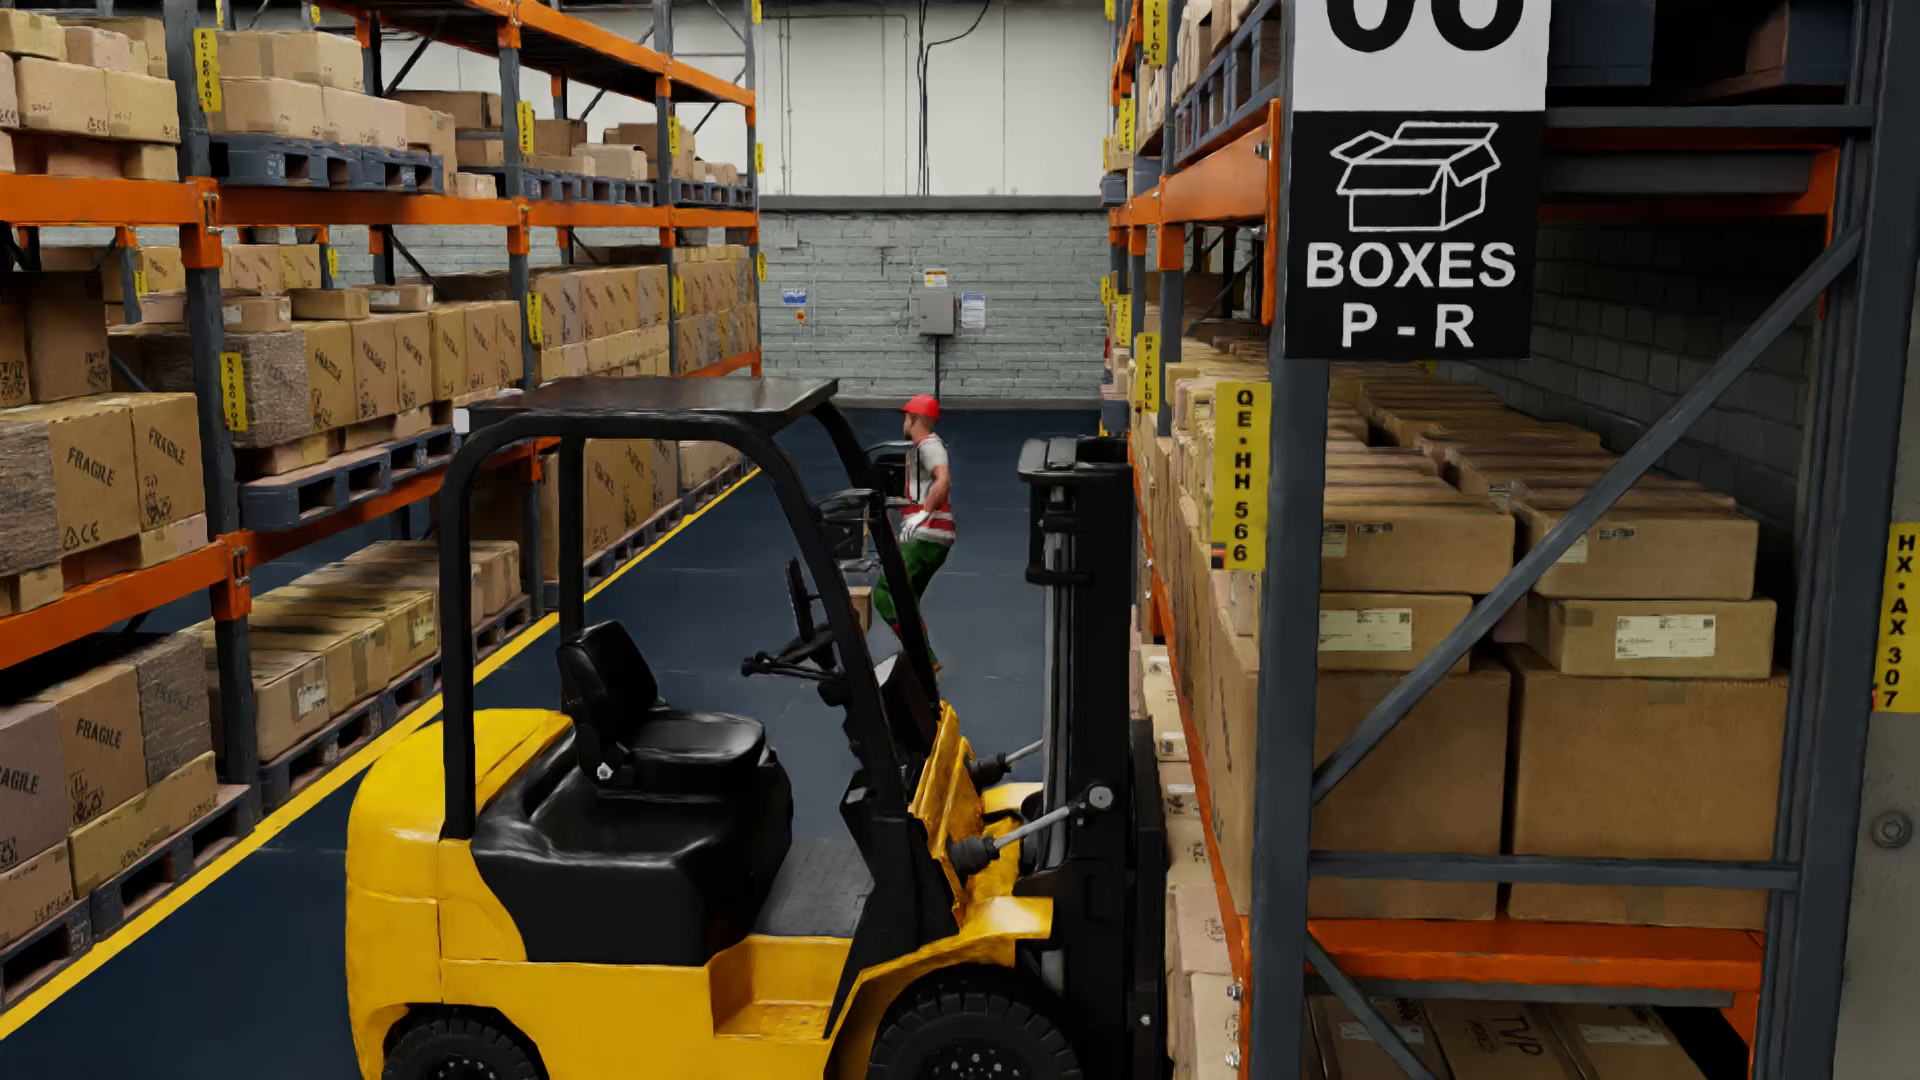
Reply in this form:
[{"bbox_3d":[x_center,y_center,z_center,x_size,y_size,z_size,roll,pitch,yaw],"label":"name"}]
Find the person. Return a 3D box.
[{"bbox_3d":[-0.310,0.014,9.636,0.565,1.662,0.922,0,11,2],"label":"person"}]
